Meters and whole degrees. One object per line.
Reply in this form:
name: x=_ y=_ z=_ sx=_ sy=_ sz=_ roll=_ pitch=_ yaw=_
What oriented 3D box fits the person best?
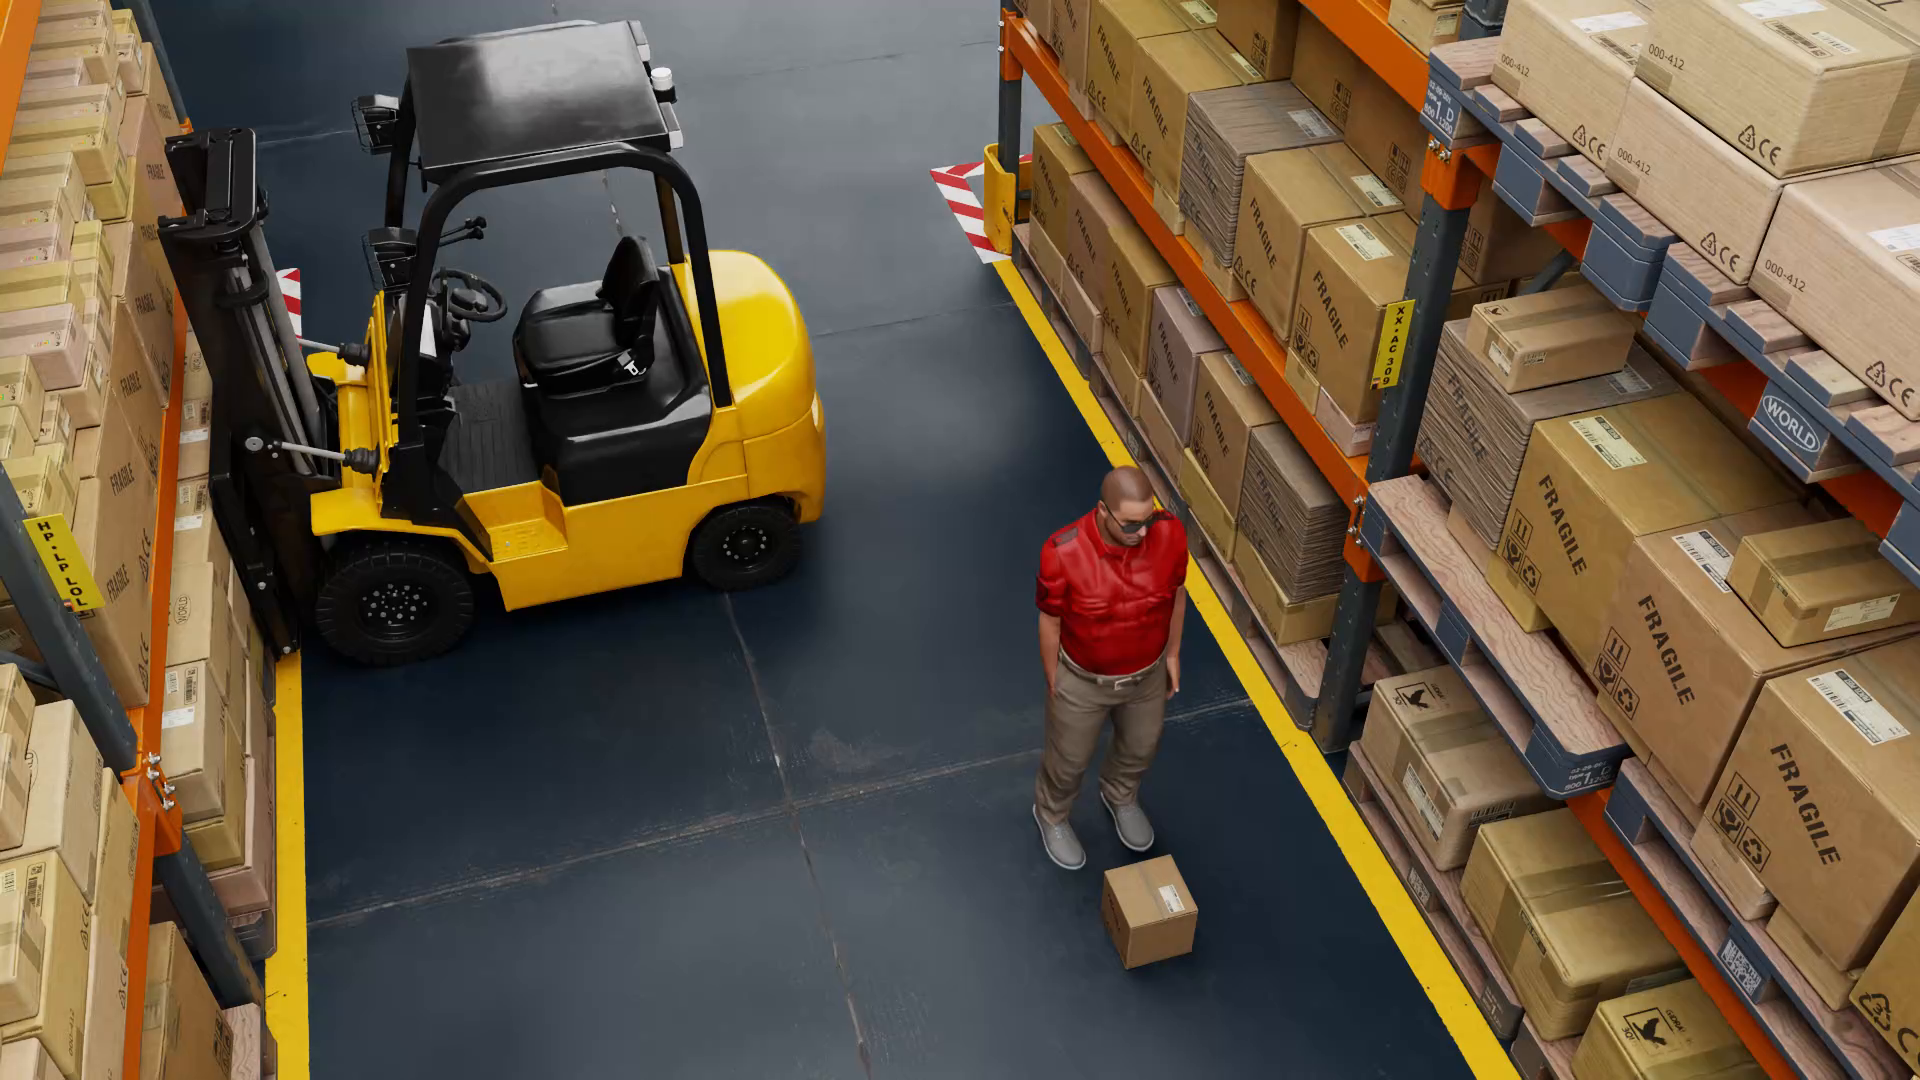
person: x=0.524 y=0.449 z=5.687 sx=0.529 sy=1.727 sz=0.359 roll=-13 pitch=44 yaw=-14
